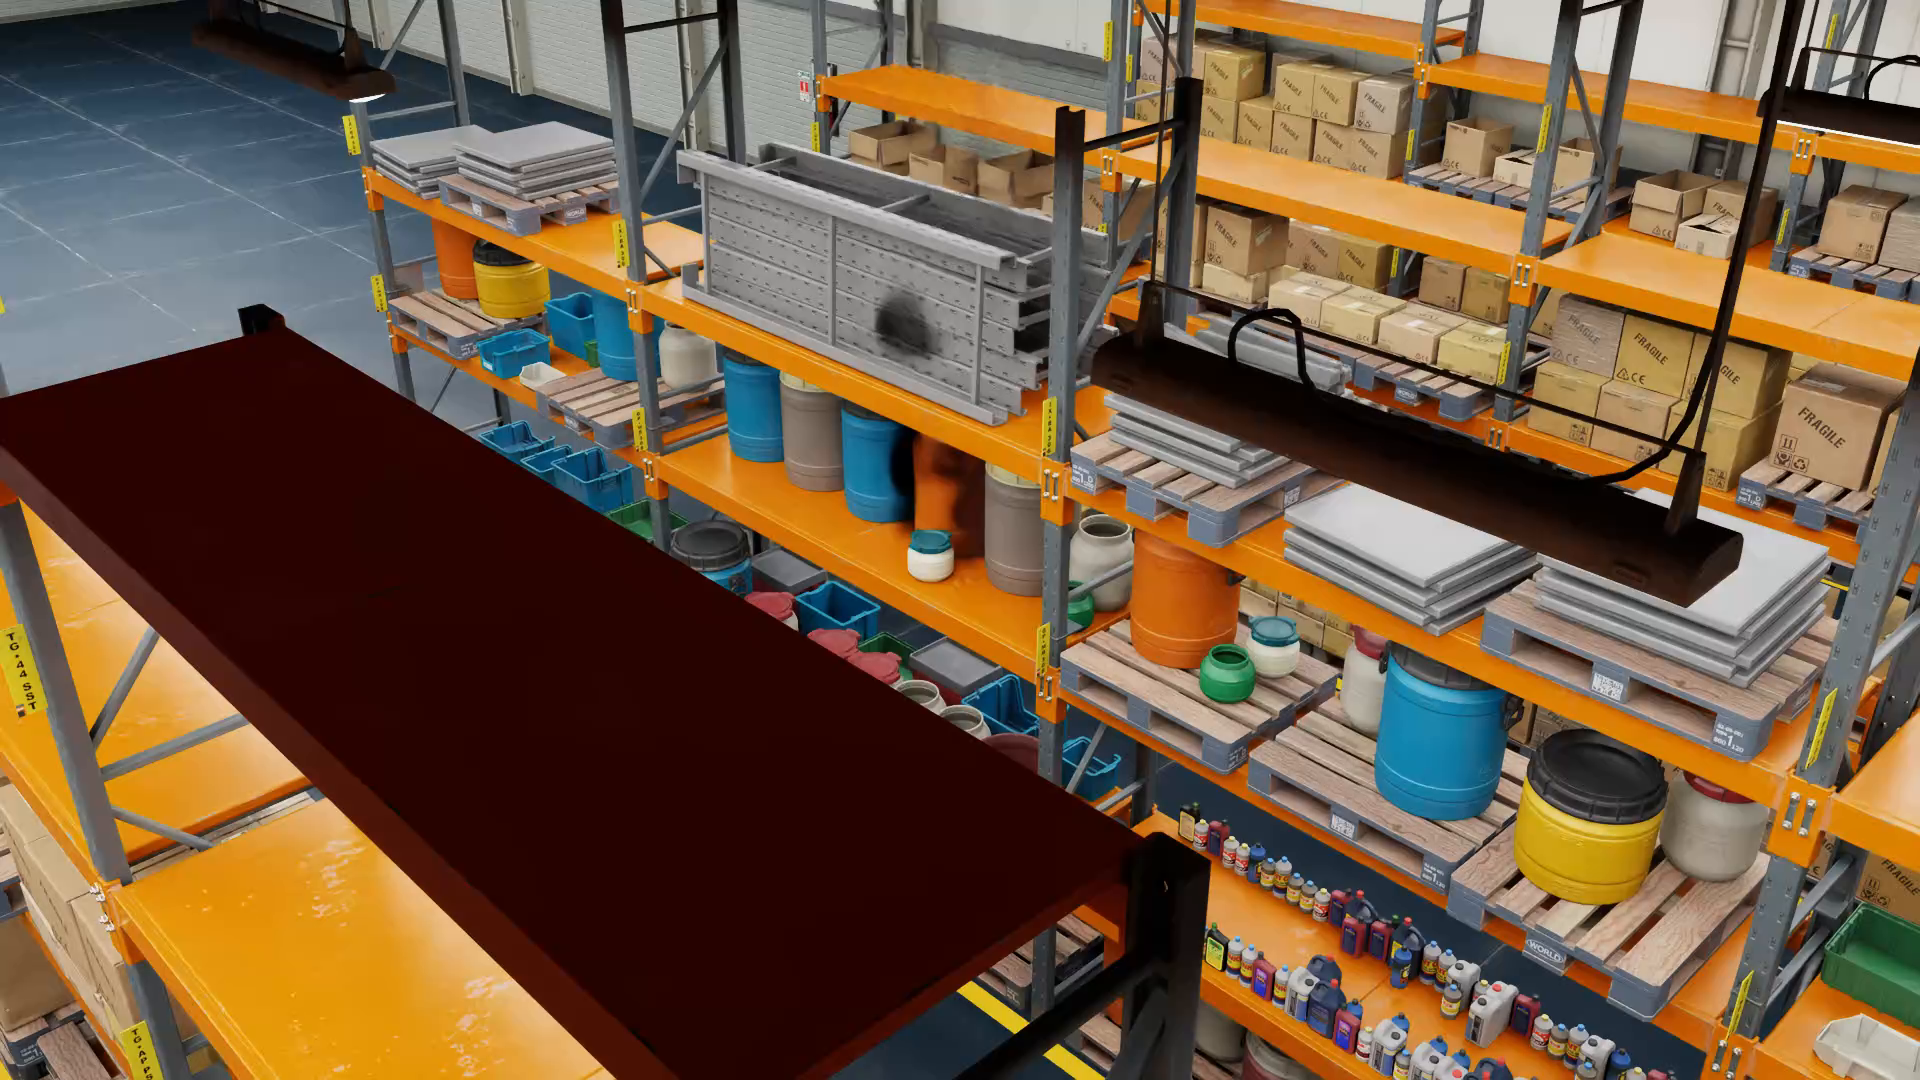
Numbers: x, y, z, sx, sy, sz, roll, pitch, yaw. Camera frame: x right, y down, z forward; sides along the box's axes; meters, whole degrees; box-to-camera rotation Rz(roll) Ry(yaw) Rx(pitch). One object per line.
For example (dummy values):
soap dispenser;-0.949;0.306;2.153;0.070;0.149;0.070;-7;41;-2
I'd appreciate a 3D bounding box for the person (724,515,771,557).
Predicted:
person;-2.000;-0.398;15.862;0.572;1.635;0.562;16;32;27

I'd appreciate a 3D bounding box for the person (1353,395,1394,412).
person;4.185;-1.149;17.092;0.935;1.791;0.648;20;34;32
